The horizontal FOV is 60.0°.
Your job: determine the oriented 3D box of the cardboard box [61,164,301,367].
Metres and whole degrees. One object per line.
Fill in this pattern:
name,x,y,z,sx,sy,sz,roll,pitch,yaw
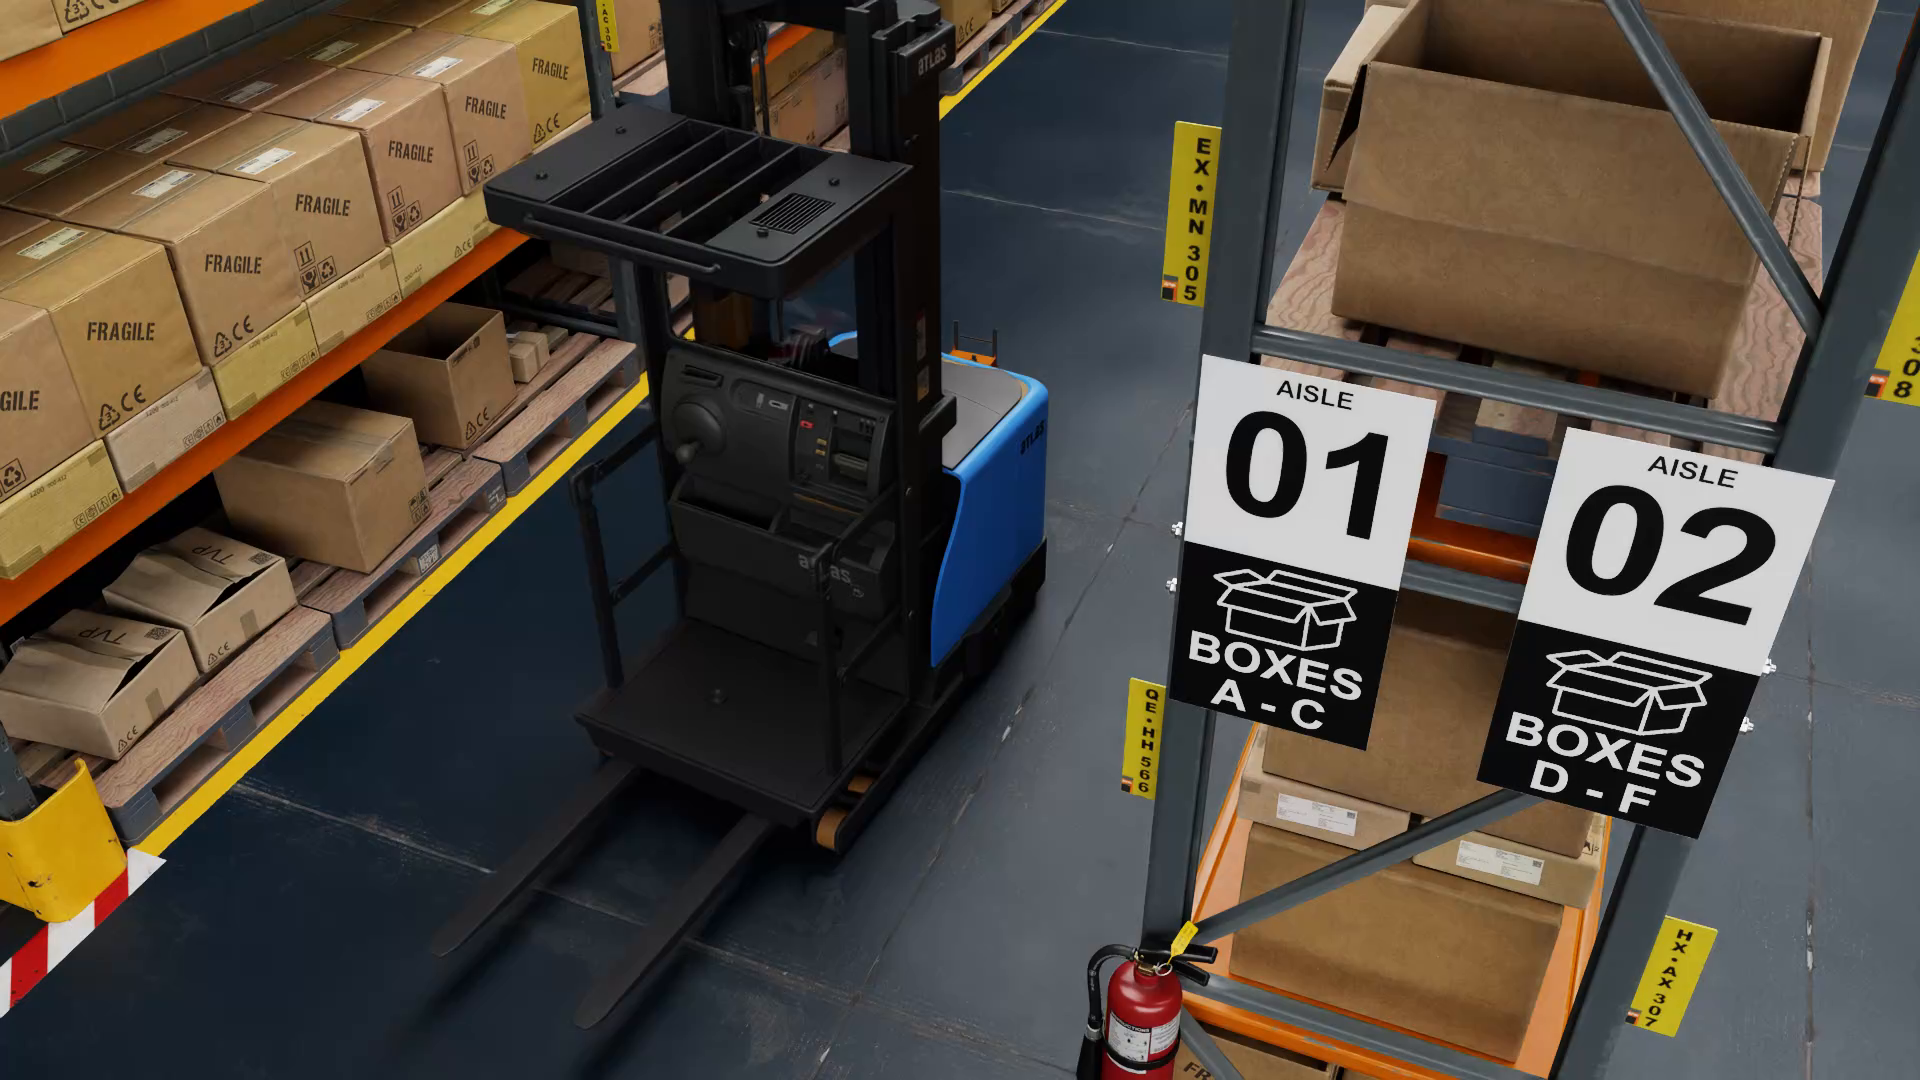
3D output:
cardboard box,-2.829,-1.011,6.079,0.500,0.500,0.500,13,39,16

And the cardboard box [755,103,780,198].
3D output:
cardboard box,-1.520,-2.382,10.152,0.700,0.500,0.500,14,39,18

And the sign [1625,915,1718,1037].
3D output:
sign,1.405,0.867,3.295,0.100,0.325,0.005,14,39,18

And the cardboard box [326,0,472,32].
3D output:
cardboard box,-2.539,-2.261,7.752,0.500,0.500,0.500,13,39,17

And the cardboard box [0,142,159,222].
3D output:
cardboard box,-3.312,-1.132,6.241,0.500,0.500,0.500,13,39,17

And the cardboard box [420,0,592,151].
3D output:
cardboard box,-2.061,-2.141,7.592,0.500,0.500,0.500,14,39,18

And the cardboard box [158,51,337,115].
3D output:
cardboard box,-2.934,-1.701,7.002,0.500,0.500,0.500,15,39,19

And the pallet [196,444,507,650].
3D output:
pallet,-2.852,-0.051,7.641,1.003,0.211,1.213,14,39,18

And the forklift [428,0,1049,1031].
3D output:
forklift,-0.764,-0.327,5.740,1.130,2.935,3.031,18,40,22

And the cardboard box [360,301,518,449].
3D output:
cardboard box,-2.525,-0.816,8.057,0.500,0.500,0.500,11,38,14

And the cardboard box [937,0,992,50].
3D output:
cardboard box,-0.244,-4.124,12.207,0.750,0.750,0.750,13,39,17

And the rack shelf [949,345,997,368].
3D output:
rack shelf,0.020,-0.669,7.312,0.215,0.259,0.240,14,39,18

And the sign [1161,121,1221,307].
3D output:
sign,0.397,-0.540,2.788,0.100,0.325,0.005,14,39,18

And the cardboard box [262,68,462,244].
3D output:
cardboard box,-2.447,-1.587,6.850,0.500,0.500,0.500,13,39,16

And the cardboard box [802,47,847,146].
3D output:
cardboard box,-1.174,-2.946,10.906,0.700,0.500,0.500,14,39,18

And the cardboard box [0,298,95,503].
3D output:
cardboard box,-3.229,-0.455,5.335,0.500,0.500,0.500,14,39,18

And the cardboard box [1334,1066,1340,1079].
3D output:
cardboard box,0.825,1.685,4.937,0.500,0.250,0.500,14,39,18

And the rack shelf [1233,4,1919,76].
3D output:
rack shelf,1.655,-1.946,3.772,1.077,0.370,4.000,14,39,18

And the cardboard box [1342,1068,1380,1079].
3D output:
cardboard box,1.304,1.803,4.779,0.500,0.250,0.500,14,39,18

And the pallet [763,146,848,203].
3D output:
pallet,-1.409,-2.218,10.540,1.003,0.211,1.213,14,39,18

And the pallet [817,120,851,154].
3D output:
pallet,-0.943,-2.891,11.441,1.003,0.211,1.213,14,39,18

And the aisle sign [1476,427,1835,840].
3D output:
aisle sign,1.152,0.181,2.831,0.394,0.787,0.004,14,39,18

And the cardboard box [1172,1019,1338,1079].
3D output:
cardboard box,0.823,1.384,4.713,0.500,0.500,0.500,14,39,18

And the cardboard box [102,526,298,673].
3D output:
cardboard box,-3.125,0.212,6.839,0.500,0.311,0.500,17,40,21

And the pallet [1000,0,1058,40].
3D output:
pallet,0.191,-4.415,13.481,1.003,0.211,1.213,14,39,18

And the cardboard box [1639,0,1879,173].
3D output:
cardboard box,1.779,-1.207,3.803,0.500,0.500,0.500,14,39,18

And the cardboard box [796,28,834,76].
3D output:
cardboard box,-1.145,-3.203,10.624,0.500,0.250,0.500,15,39,19

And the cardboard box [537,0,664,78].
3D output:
cardboard box,-1.942,-2.716,8.427,0.700,0.500,0.500,14,39,18

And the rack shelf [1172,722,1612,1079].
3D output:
rack shelf,1.655,0.297,5.449,1.077,0.370,4.000,14,39,18

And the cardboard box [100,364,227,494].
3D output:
cardboard box,-3.025,-0.447,5.951,0.500,0.250,0.500,13,39,16

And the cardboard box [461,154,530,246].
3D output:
cardboard box,-2.264,-1.568,7.451,0.500,0.250,0.500,14,39,18

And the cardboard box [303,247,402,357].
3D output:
cardboard box,-2.631,-1.007,6.701,0.500,0.250,0.500,14,39,18

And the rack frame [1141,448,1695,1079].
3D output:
rack frame,0.894,1.116,3.752,1.000,3.000,0.127,14,39,18

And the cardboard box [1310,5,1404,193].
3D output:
cardboard box,1.088,-0.948,3.664,0.500,0.250,0.500,14,39,18

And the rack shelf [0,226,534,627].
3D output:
rack shelf,-2.928,-0.830,6.956,1.077,0.370,4.000,14,39,18

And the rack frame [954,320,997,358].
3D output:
rack frame,0.067,-0.518,7.566,0.200,1.050,0.008,14,39,18

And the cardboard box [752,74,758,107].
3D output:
cardboard box,-1.543,-2.645,9.878,0.500,0.250,0.500,13,39,16

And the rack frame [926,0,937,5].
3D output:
rack frame,-0.645,-4.440,11.185,1.000,3.000,0.127,14,39,18

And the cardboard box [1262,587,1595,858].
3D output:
cardboard box,1.103,0.271,3.715,0.700,0.500,0.500,14,39,18

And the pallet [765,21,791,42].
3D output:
pallet,-1.360,-3.258,9.763,1.003,0.211,1.213,14,39,18

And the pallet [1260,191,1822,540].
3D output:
pallet,1.187,-0.436,3.396,1.003,0.211,1.213,14,39,18

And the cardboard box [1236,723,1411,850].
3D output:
cardboard box,0.863,0.561,3.869,0.380,0.149,0.250,13,39,17

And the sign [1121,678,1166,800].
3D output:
sign,0.397,0.426,3.510,0.100,0.325,0.005,14,39,18

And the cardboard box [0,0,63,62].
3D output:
cardboard box,-3.093,-1.678,4.883,0.500,0.500,0.500,16,40,21

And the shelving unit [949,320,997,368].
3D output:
shelving unit,0.020,-0.450,7.475,0.215,1.050,0.252,14,39,18

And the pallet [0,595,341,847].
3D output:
pallet,-3.318,0.623,6.741,1.003,0.211,1.213,14,39,18
